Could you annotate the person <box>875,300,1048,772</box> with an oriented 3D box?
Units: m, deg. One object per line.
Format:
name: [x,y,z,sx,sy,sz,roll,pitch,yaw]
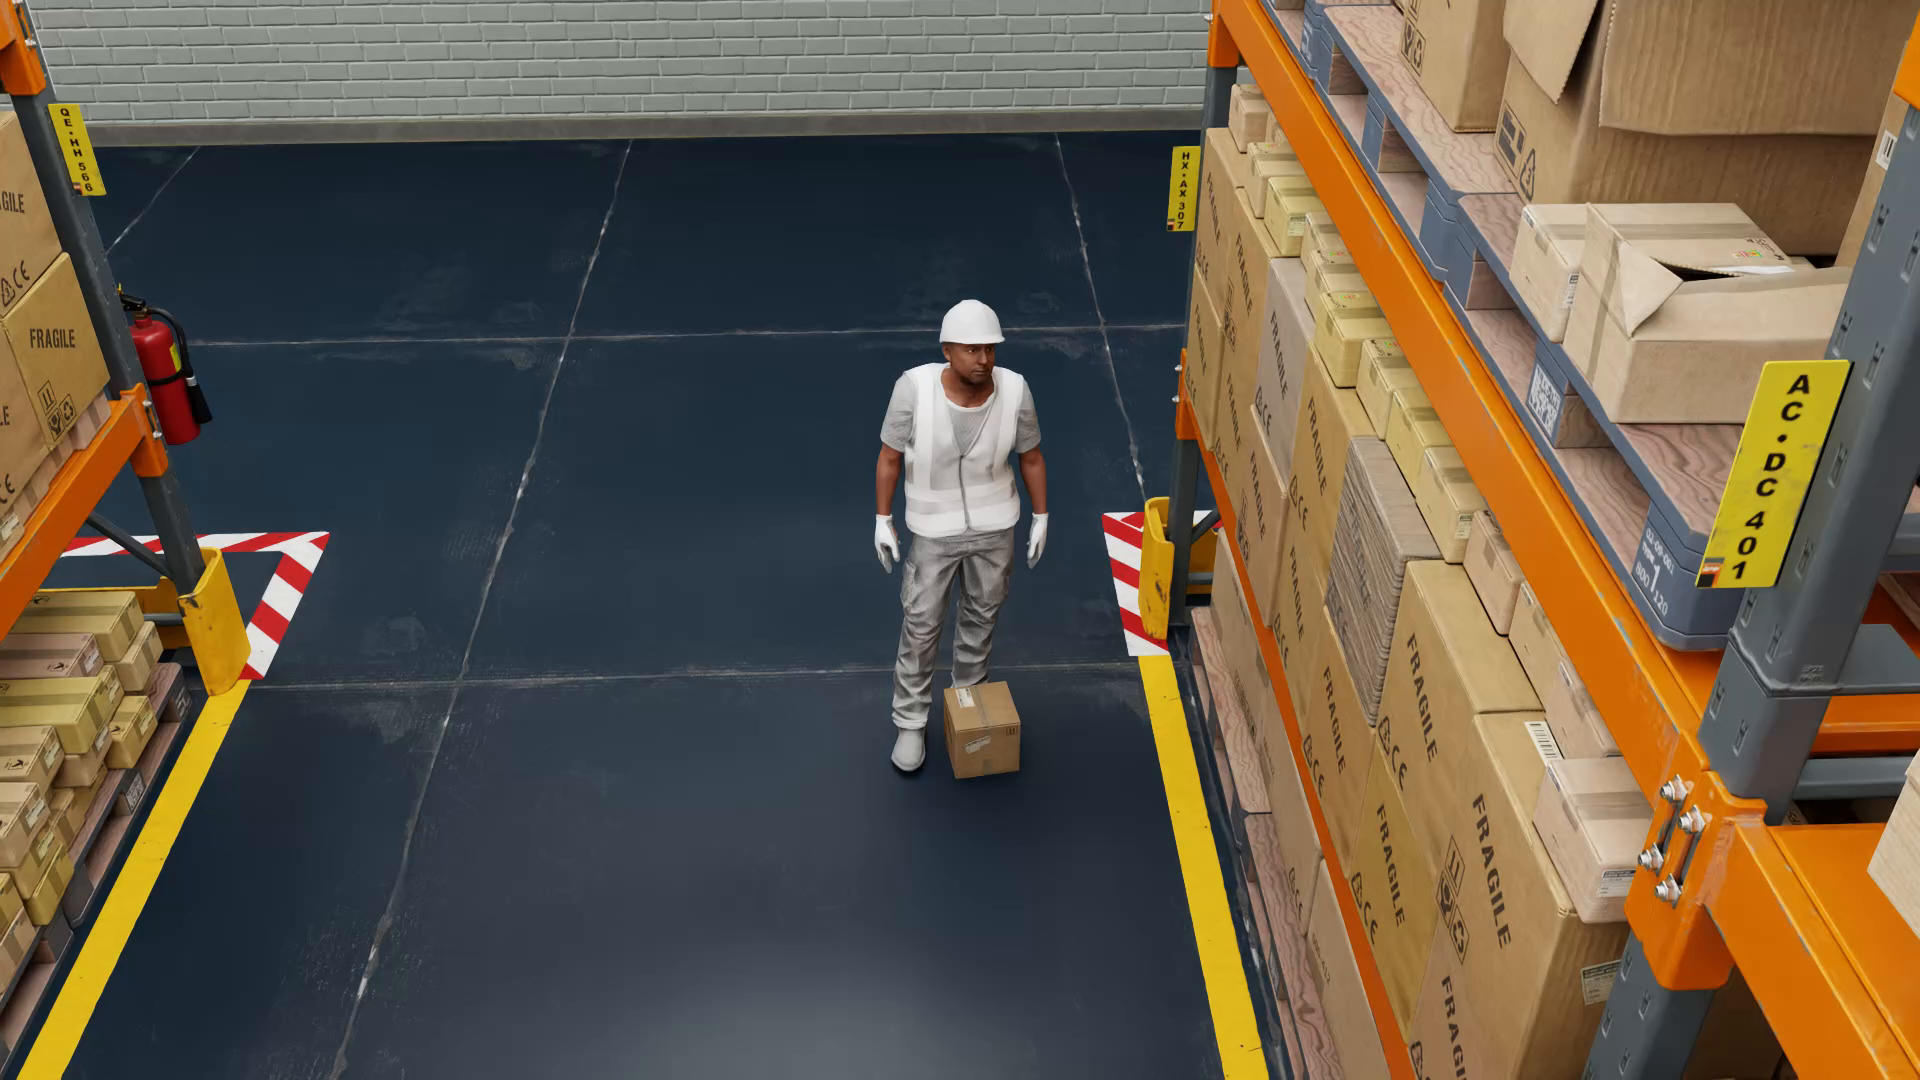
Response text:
person: [0.015,-0.012,6.128,0.657,1.783,0.577,-6,35,-8]
